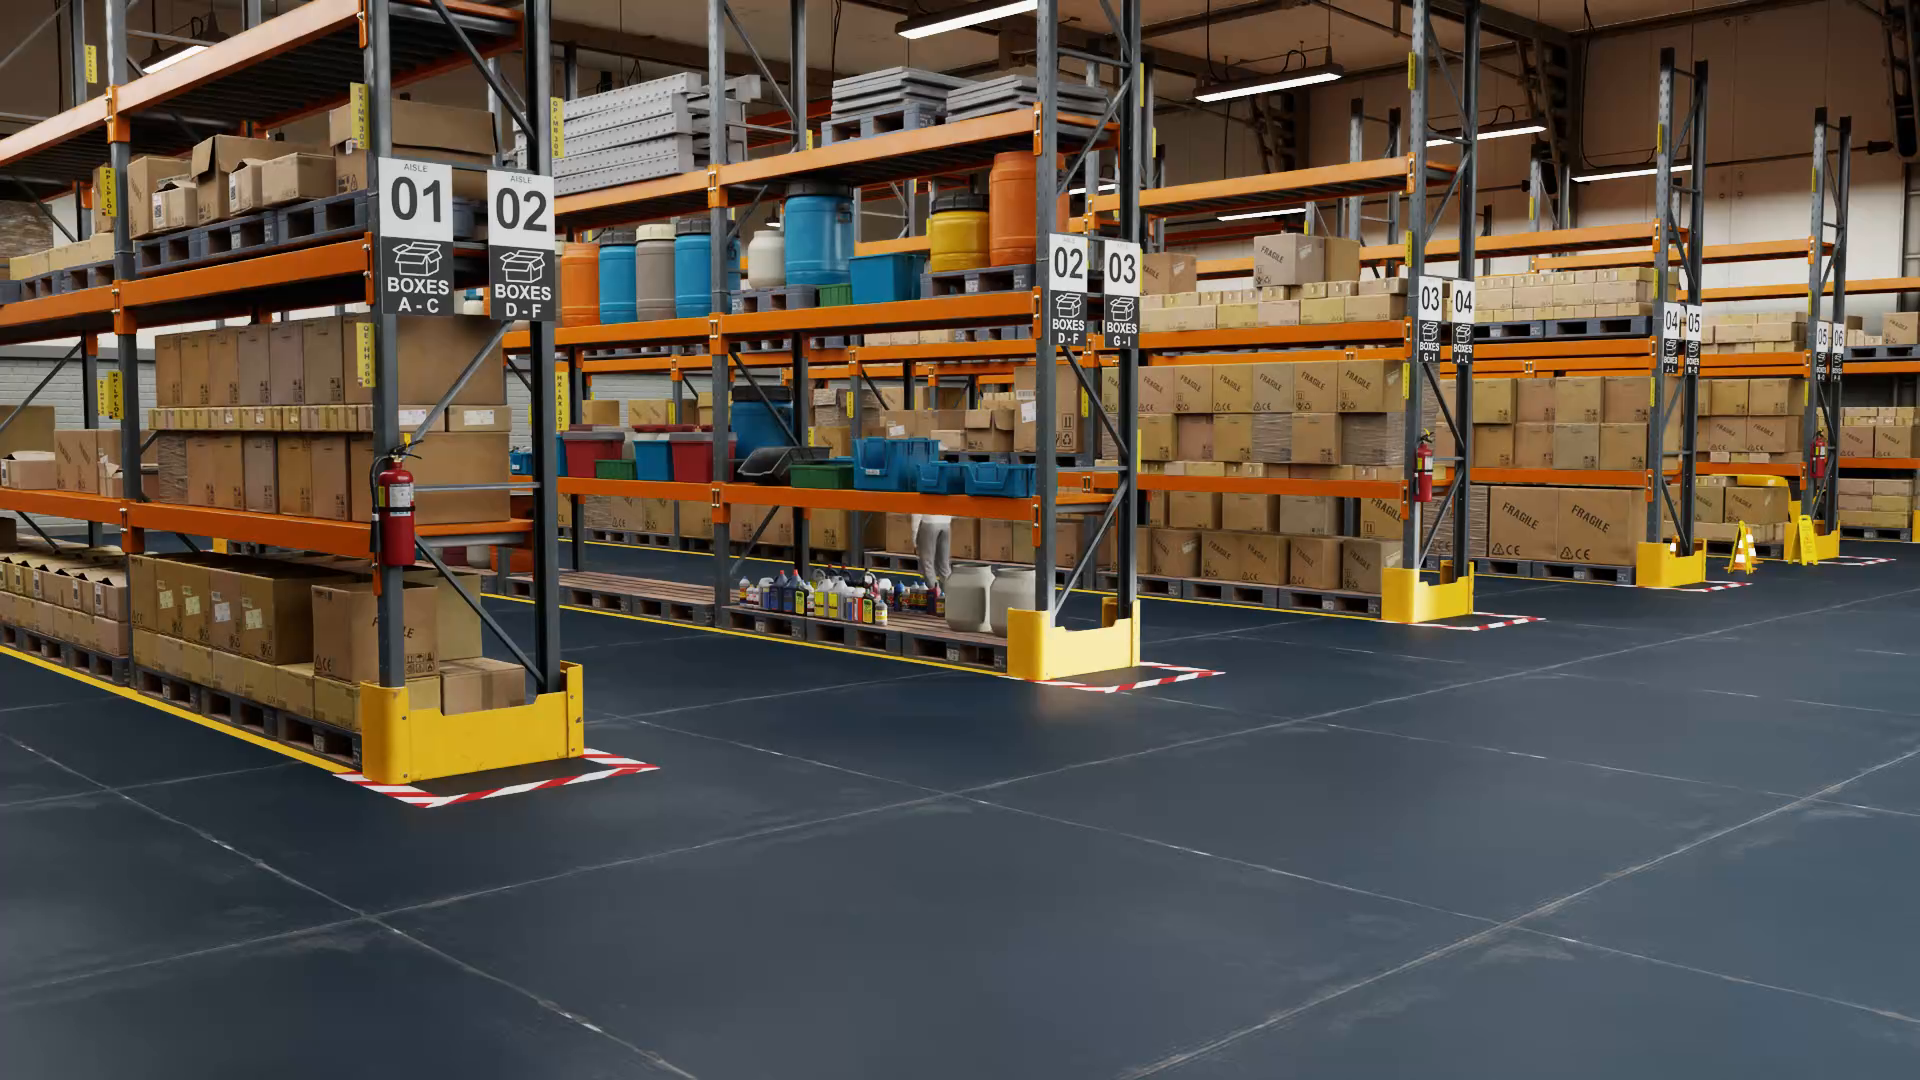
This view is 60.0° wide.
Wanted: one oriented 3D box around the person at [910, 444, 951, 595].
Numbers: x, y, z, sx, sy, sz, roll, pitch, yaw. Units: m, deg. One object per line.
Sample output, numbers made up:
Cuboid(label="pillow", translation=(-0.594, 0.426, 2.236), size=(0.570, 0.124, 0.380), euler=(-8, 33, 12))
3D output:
Cuboid(label="person", translation=(-0.272, -0.098, 15.798), size=(0.473, 1.687, 0.348), euler=(-4, 6, -43))
